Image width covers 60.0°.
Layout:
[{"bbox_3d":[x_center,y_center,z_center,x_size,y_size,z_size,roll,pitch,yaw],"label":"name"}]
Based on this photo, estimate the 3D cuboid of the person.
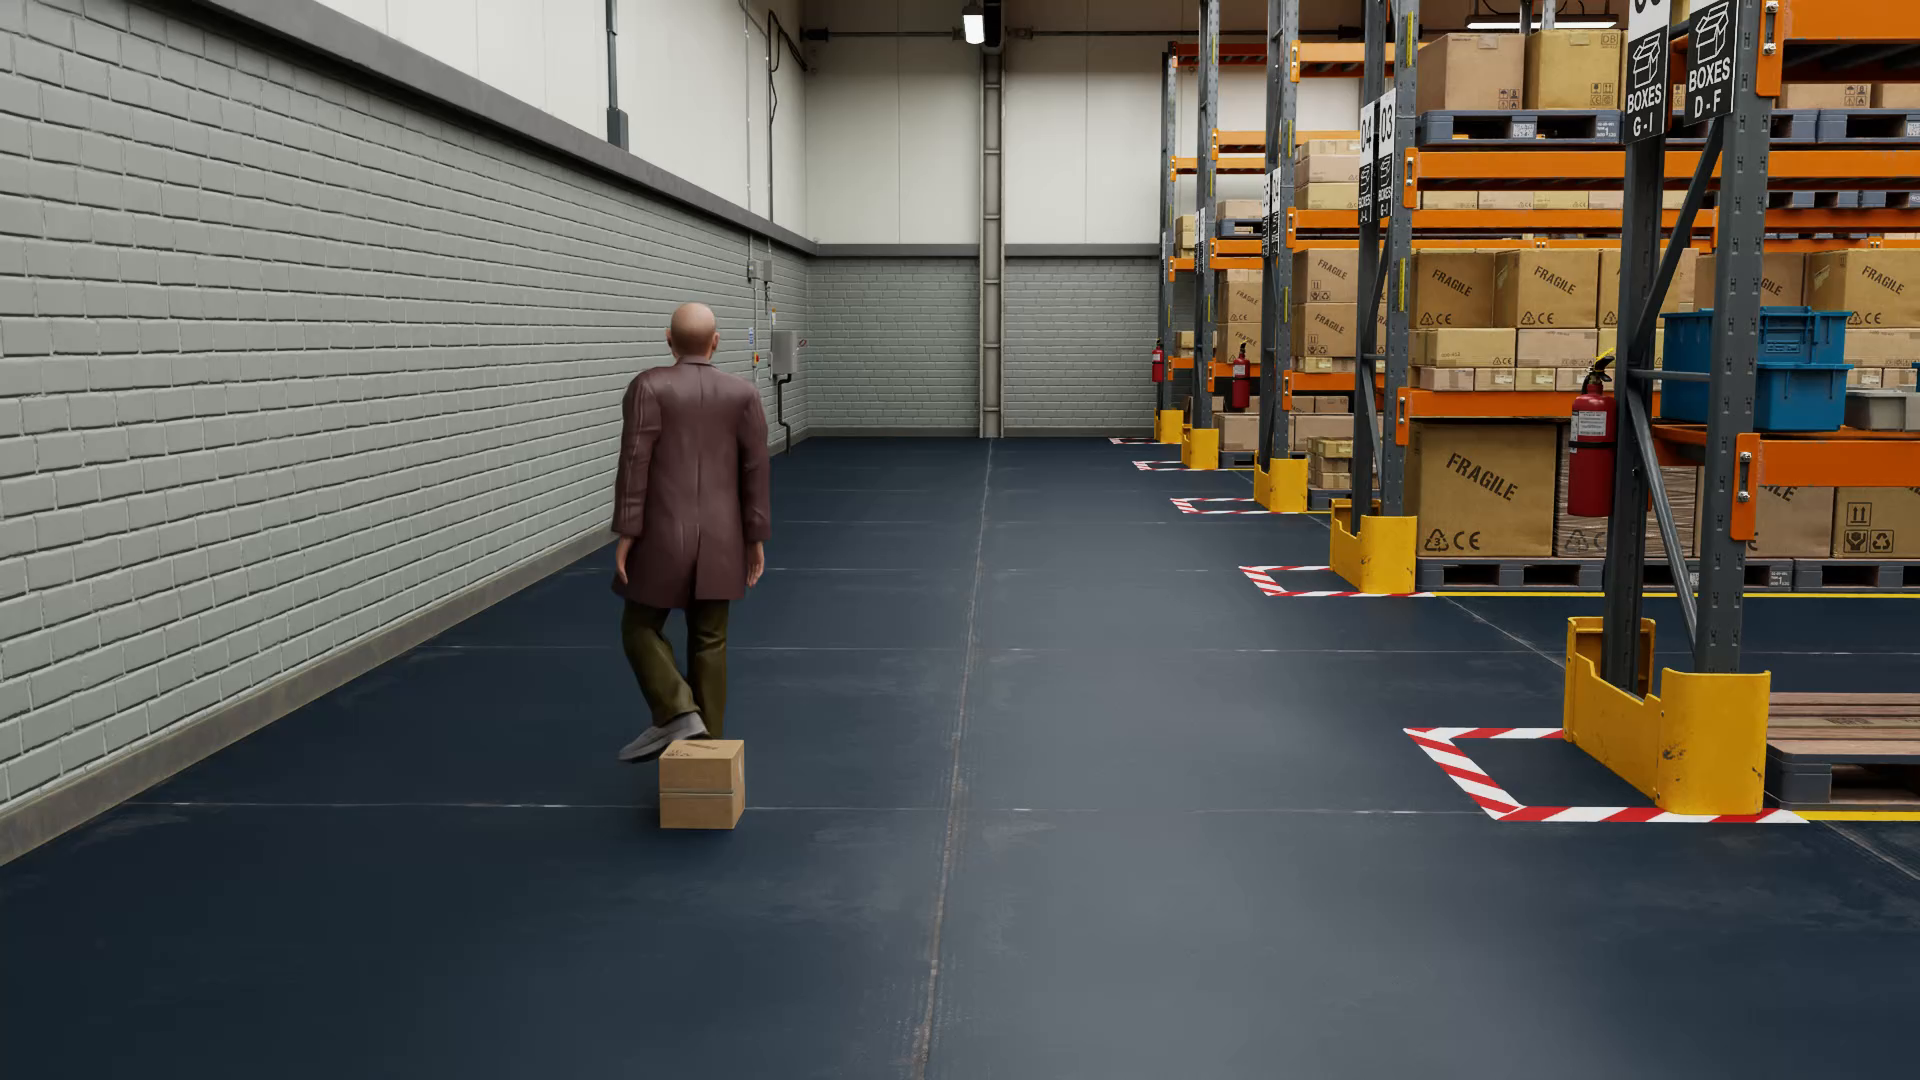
[{"bbox_3d":[-0.990,0.008,6.177,0.626,1.771,0.567,-3,8,-24],"label":"person"}]
